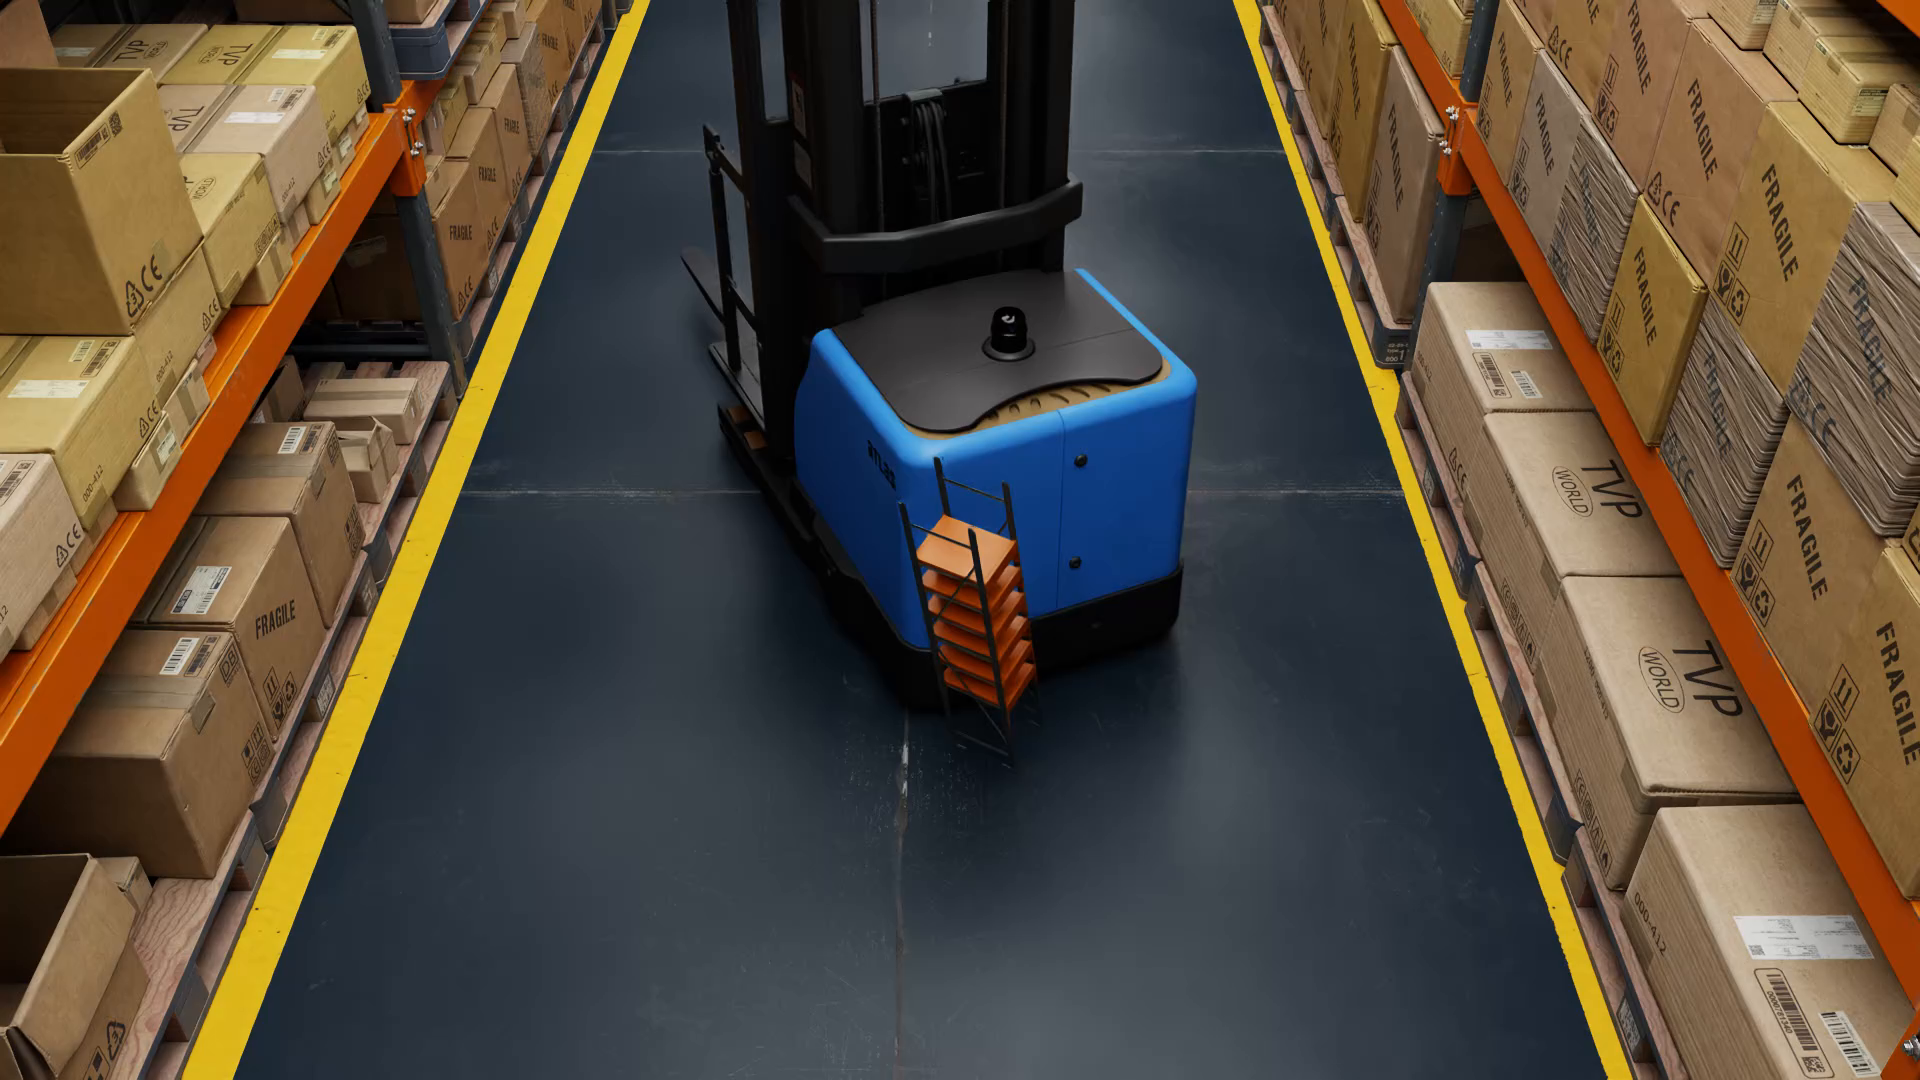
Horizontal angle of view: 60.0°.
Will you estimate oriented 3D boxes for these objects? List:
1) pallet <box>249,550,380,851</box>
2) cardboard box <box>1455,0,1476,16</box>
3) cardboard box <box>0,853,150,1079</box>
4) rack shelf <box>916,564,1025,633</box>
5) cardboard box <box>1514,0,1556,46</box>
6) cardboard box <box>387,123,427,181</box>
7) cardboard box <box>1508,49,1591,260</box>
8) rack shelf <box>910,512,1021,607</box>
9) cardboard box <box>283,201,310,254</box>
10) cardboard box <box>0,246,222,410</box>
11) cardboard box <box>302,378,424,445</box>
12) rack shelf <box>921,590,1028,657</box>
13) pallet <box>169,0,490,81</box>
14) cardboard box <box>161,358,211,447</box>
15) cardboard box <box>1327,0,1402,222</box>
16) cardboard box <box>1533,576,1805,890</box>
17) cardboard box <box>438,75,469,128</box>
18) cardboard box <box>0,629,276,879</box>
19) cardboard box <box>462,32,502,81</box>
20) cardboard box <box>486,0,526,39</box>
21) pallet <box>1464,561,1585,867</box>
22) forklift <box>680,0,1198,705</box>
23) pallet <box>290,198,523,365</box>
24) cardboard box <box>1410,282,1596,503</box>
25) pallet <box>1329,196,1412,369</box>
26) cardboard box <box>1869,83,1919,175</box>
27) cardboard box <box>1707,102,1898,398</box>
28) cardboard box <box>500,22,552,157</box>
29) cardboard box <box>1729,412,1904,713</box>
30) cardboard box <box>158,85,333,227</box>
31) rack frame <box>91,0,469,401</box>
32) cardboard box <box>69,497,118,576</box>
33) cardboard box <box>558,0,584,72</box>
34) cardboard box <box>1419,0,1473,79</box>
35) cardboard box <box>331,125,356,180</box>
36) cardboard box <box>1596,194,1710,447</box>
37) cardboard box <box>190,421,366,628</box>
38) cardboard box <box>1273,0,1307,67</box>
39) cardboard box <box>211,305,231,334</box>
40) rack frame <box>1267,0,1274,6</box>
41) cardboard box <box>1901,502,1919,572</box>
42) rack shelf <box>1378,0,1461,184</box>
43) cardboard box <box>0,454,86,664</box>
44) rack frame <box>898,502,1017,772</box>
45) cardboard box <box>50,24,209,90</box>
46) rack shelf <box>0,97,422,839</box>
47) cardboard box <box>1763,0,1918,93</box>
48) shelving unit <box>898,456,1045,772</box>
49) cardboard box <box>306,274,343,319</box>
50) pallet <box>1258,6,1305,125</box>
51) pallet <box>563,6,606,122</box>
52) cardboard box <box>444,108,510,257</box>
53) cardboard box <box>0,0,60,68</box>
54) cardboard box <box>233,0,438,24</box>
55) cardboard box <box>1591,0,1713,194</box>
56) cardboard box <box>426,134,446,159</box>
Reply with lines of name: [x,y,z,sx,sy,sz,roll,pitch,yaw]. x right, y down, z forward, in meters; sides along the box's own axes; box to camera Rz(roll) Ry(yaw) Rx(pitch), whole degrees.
pallet: [-2.587,0.491,5.469,1.003,0.211,1.213,0,39,0]
cardboard box: [2.129,-2.210,6.329,0.500,0.250,0.500,0,39,0]
cardboard box: [-2.492,1.137,4.093,0.797,0.503,0.637,-1,39,-2]
rack shelf: [0.031,0.131,4.812,0.258,0.103,0.180,21,56,24]
cardboard box: [2.131,-1.929,5.379,0.500,0.500,0.500,0,39,0]
cardboard box: [-2.386,-1.574,6.722,0.380,0.149,0.250,-1,39,-1]
cardboard box: [2.108,-1.228,5.304,0.500,0.500,0.500,0,39,0]
rack shelf: [0.017,0.054,4.721,0.258,0.103,0.180,21,56,24]
cardboard box: [-2.318,-1.005,5.307,0.380,0.149,0.250,1,39,1]
cardboard box: [-2.344,-0.584,4.462,0.500,0.250,0.500,-1,39,-1]
cardboard box: [-2.296,-0.495,6.413,0.380,0.149,0.250,-1,39,-1]
rack shelf: [0.045,0.207,4.904,0.258,0.103,0.180,21,56,24]
pallet: [-2.482,-2.217,6.771,1.003,0.211,1.213,0,39,0]
cardboard box: [-2.285,-0.368,4.512,0.380,0.149,0.250,1,39,1]
cardboard box: [2.284,-2.085,7.816,0.875,0.875,0.875,1,39,1]
cardboard box: [2.267,0.555,4.872,0.875,0.438,0.875,1,39,1]
cardboard box: [-2.428,-1.963,7.445,0.380,0.149,0.250,-1,39,-1]
cardboard box: [-2.454,0.604,4.761,0.700,0.500,0.500,1,39,2]
cardboard box: [-2.389,-2.274,7.834,0.380,0.149,0.250,1,39,2]
cardboard box: [-2.368,-2.597,8.236,0.380,0.149,0.250,-2,39,-2]
pallet: [2.300,0.531,5.419,1.003,0.211,1.213,0,39,0]
forklift: [-0.320,-1.519,5.801,1.130,2.935,3.031,-16,42,-19]
pallet: [-2.629,-1.212,7.594,1.003,0.211,1.213,0,39,0]
cardboard box: [2.266,-0.569,6.275,0.875,0.438,0.875,-1,39,-1]
pallet: [2.297,-1.192,7.569,1.003,0.211,1.213,0,39,0]
cardboard box: [2.180,-0.844,3.506,0.380,0.149,0.250,0,39,0]
cardboard box: [2.112,-0.663,3.799,0.500,0.500,0.500,0,39,0]
cardboard box: [-2.367,-2.252,8.325,0.500,0.500,0.500,-1,39,-2]
cardboard box: [2.127,0.049,3.710,0.500,0.500,0.500,-1,39,-1]
cardboard box: [-2.331,-1.218,5.253,0.500,0.250,0.500,0,39,0]
rack frame: [-2.591,-1.792,6.087,1.000,3.000,0.127,0,39,0]
cardboard box: [-2.339,-0.046,4.109,0.380,0.149,0.250,1,39,1]
cardboard box: [-2.390,-2.904,9.139,0.500,0.500,0.500,-1,39,-1]
cardboard box: [2.120,-2.020,6.491,0.500,0.250,0.500,-1,39,-1]
cardboard box: [-2.316,-1.332,5.714,0.380,0.149,0.250,1,39,1]
cardboard box: [2.103,-0.595,4.514,0.500,0.500,0.500,1,39,1]
cardboard box: [-2.455,-0.045,5.571,0.700,0.500,0.500,-1,39,-2]
cardboard box: [2.286,-3.202,9.210,0.875,0.875,0.875,0,39,0]
cardboard box: [-2.401,-0.684,4.906,0.380,0.149,0.250,0,39,1]
rack frame: [2.368,-4.299,9.216,1.000,3.000,0.127,0,39,0]
cardboard box: [2.139,-0.027,3.005,0.500,0.500,0.500,1,39,1]
rack shelf: [2.371,-2.768,7.880,1.077,0.370,4.000,0,39,0]
cardboard box: [-2.318,0.053,3.667,0.500,0.250,0.500,0,39,0]
rack frame: [0.008,0.319,4.915,0.240,1.200,0.006,21,56,24]
cardboard box: [-2.860,-1.539,5.654,0.500,0.250,0.500,0,39,-1]
rack shelf: [-2.588,-0.260,4.752,1.077,0.370,4.000,0,39,0]
cardboard box: [2.139,-1.165,3.907,0.380,0.149,0.250,1,39,1]
shelving unit: [0.054,0.255,4.961,0.258,1.200,0.189,21,56,24]
cardboard box: [-2.887,-1.287,7.121,0.500,0.500,0.500,0,39,0]
pallet: [2.294,-2.718,9.473,1.003,0.211,1.213,0,39,0]
pallet: [-2.632,-2.738,9.498,1.003,0.211,1.213,0,39,0]
cardboard box: [-2.377,-1.616,7.531,0.500,0.500,0.500,-1,39,-1]
cardboard box: [-2.855,-1.211,4.644,0.500,0.500,0.500,-1,39,-1]
cardboard box: [-2.367,-2.297,6.302,0.700,0.500,0.500,1,39,1]
cardboard box: [2.115,-1.293,4.585,0.500,0.500,0.500,1,39,1]
cardboard box: [-2.403,-1.631,7.031,0.380,0.149,0.250,-1,39,-1]
